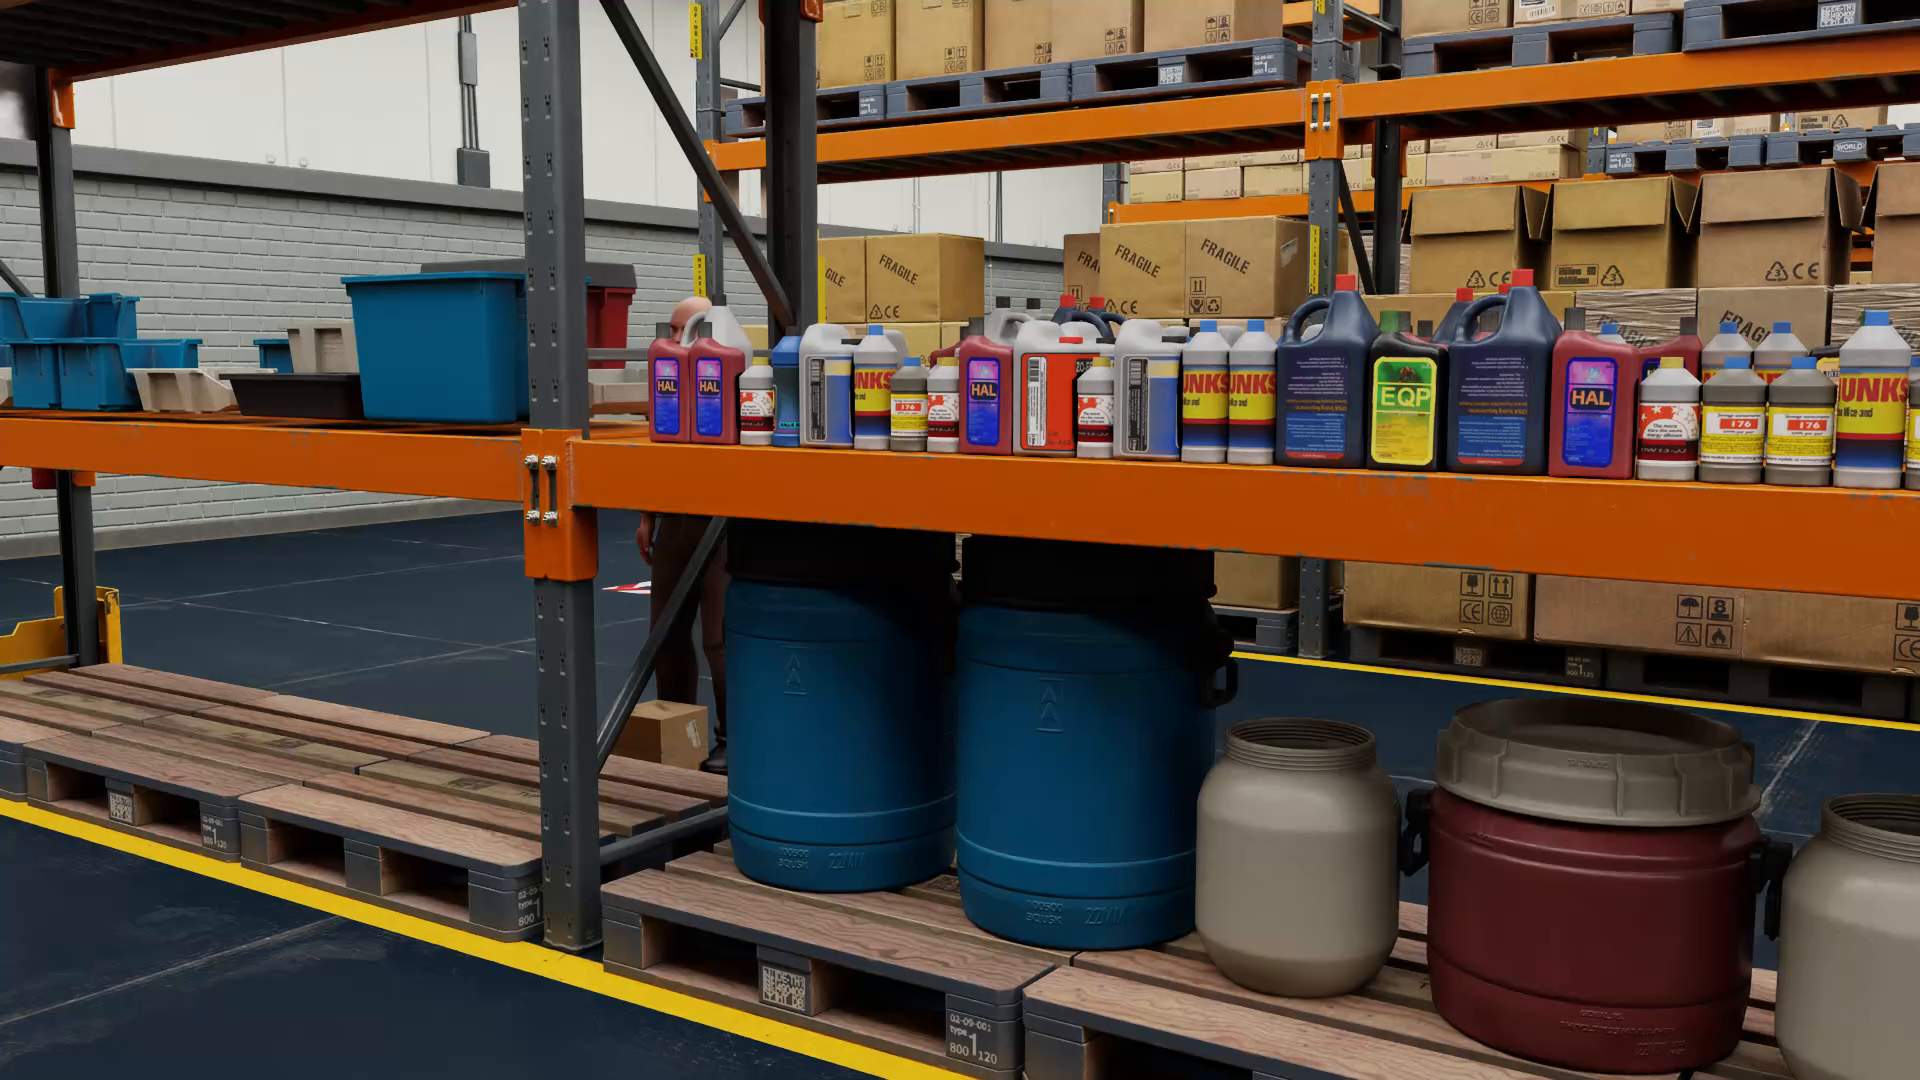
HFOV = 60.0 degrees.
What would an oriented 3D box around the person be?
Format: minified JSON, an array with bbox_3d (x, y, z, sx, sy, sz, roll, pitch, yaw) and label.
[{"bbox_3d":[-0.933,-0.027,6.124,0.586,1.721,0.414,4,7,32],"label":"person"}]
